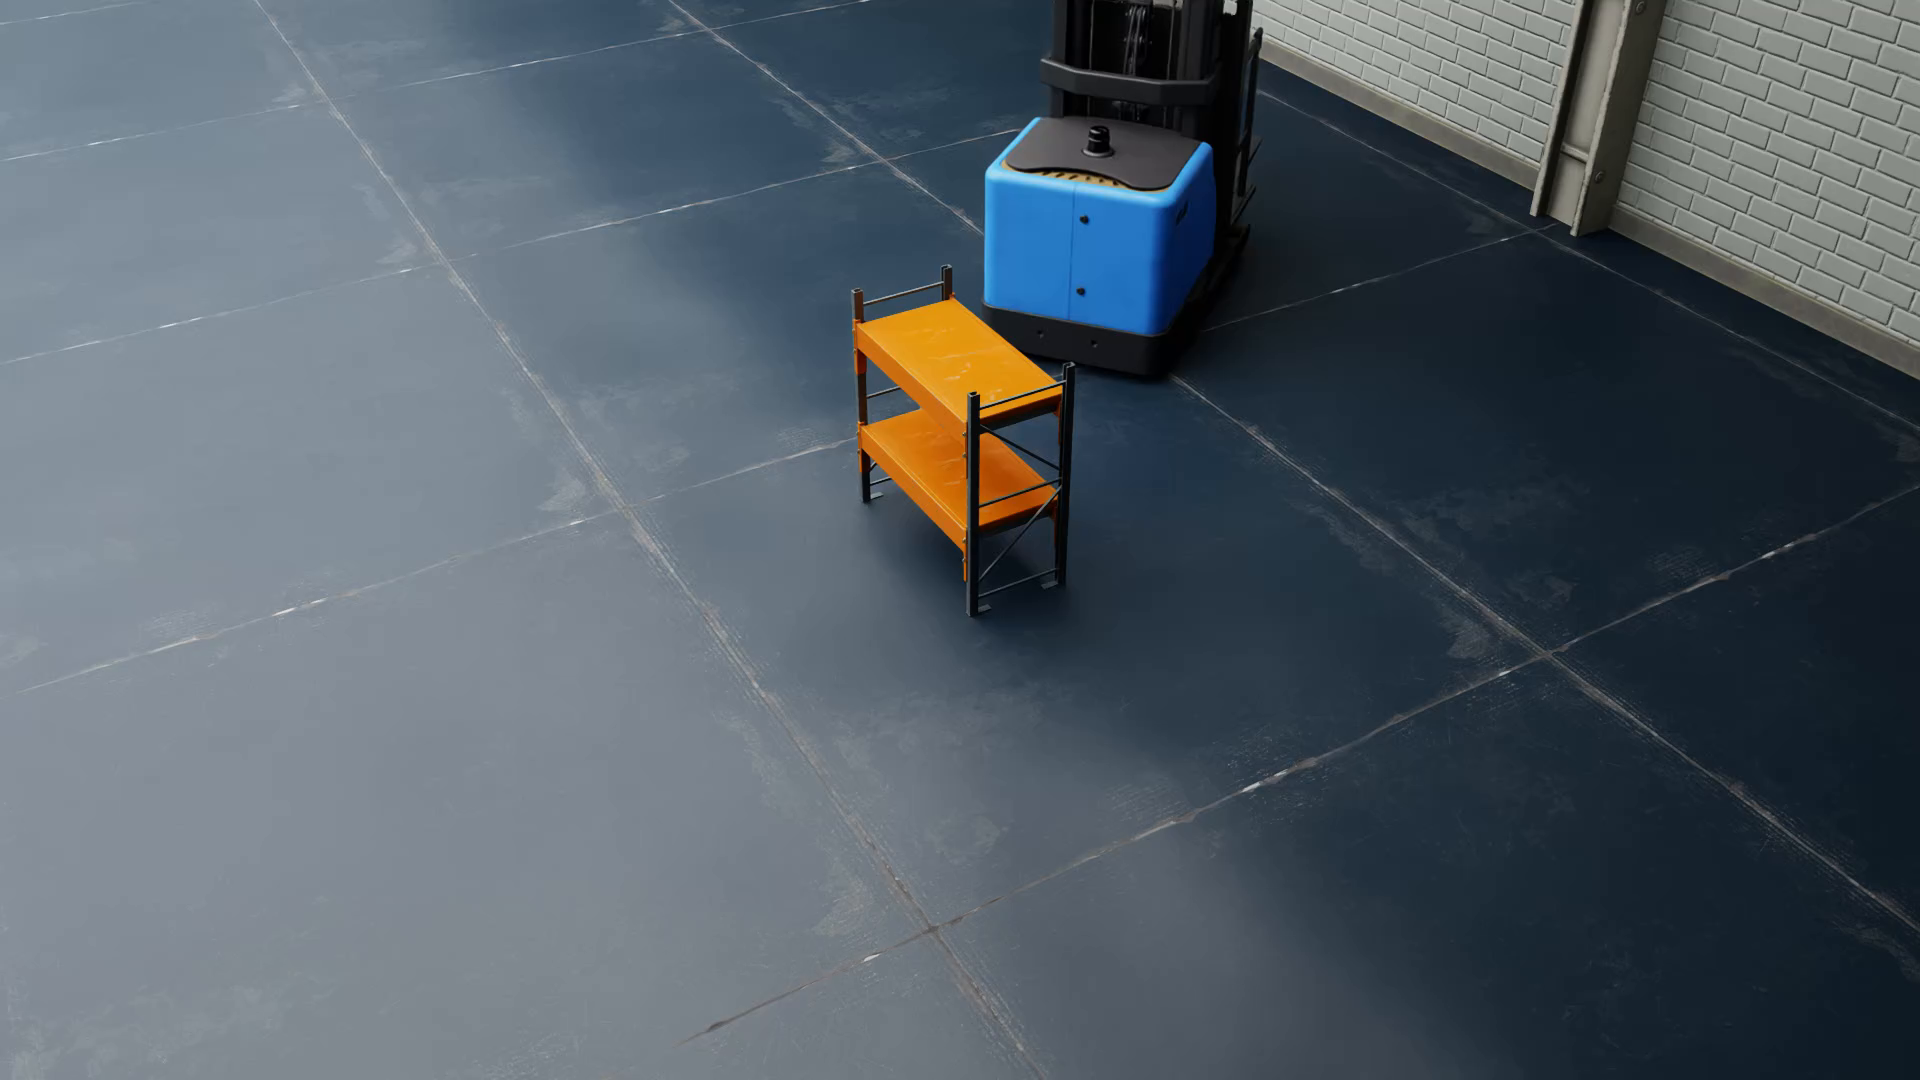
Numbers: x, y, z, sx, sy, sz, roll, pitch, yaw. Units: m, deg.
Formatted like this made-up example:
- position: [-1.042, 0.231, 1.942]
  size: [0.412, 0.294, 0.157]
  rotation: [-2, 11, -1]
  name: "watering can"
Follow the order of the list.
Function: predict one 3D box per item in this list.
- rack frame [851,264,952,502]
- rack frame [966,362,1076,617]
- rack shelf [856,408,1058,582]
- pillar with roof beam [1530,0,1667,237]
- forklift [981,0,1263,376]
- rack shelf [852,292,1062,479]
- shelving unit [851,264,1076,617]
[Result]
- position: [-0.259, -0.717, 7.778]
  size: [0.500, 1.125, 0.032]
  rotation: [-19, 40, -24]
  name: "rack frame"
- position: [0.252, -0.198, 7.068]
  size: [0.500, 1.125, 0.032]
  rotation: [-19, 40, -24]
  name: "rack frame"
- position: [-0.003, -0.260, 7.567]
  size: [0.538, 0.278, 1.000]
  rotation: [-19, 40, -24]
  name: "rack shelf"
- position: [0.138, -4.386, 6.126]
  size: [9.100, 9.000, 0.400]
  rotation: [-19, 40, -24]
  name: "pillar with roof beam"
- position: [1.128, -2.922, 9.265]
  size: [1.130, 2.935, 3.031]
  rotation: [13, 38, 17]
  name: "forklift"
- position: [-0.003, -0.694, 7.250]
  size: [0.538, 0.278, 1.000]
  rotation: [-19, 40, -24]
  name: "rack shelf"
- position: [-0.003, -0.458, 7.423]
  size: [0.538, 1.125, 1.048]
  rotation: [-19, 40, -24]
  name: "shelving unit"
